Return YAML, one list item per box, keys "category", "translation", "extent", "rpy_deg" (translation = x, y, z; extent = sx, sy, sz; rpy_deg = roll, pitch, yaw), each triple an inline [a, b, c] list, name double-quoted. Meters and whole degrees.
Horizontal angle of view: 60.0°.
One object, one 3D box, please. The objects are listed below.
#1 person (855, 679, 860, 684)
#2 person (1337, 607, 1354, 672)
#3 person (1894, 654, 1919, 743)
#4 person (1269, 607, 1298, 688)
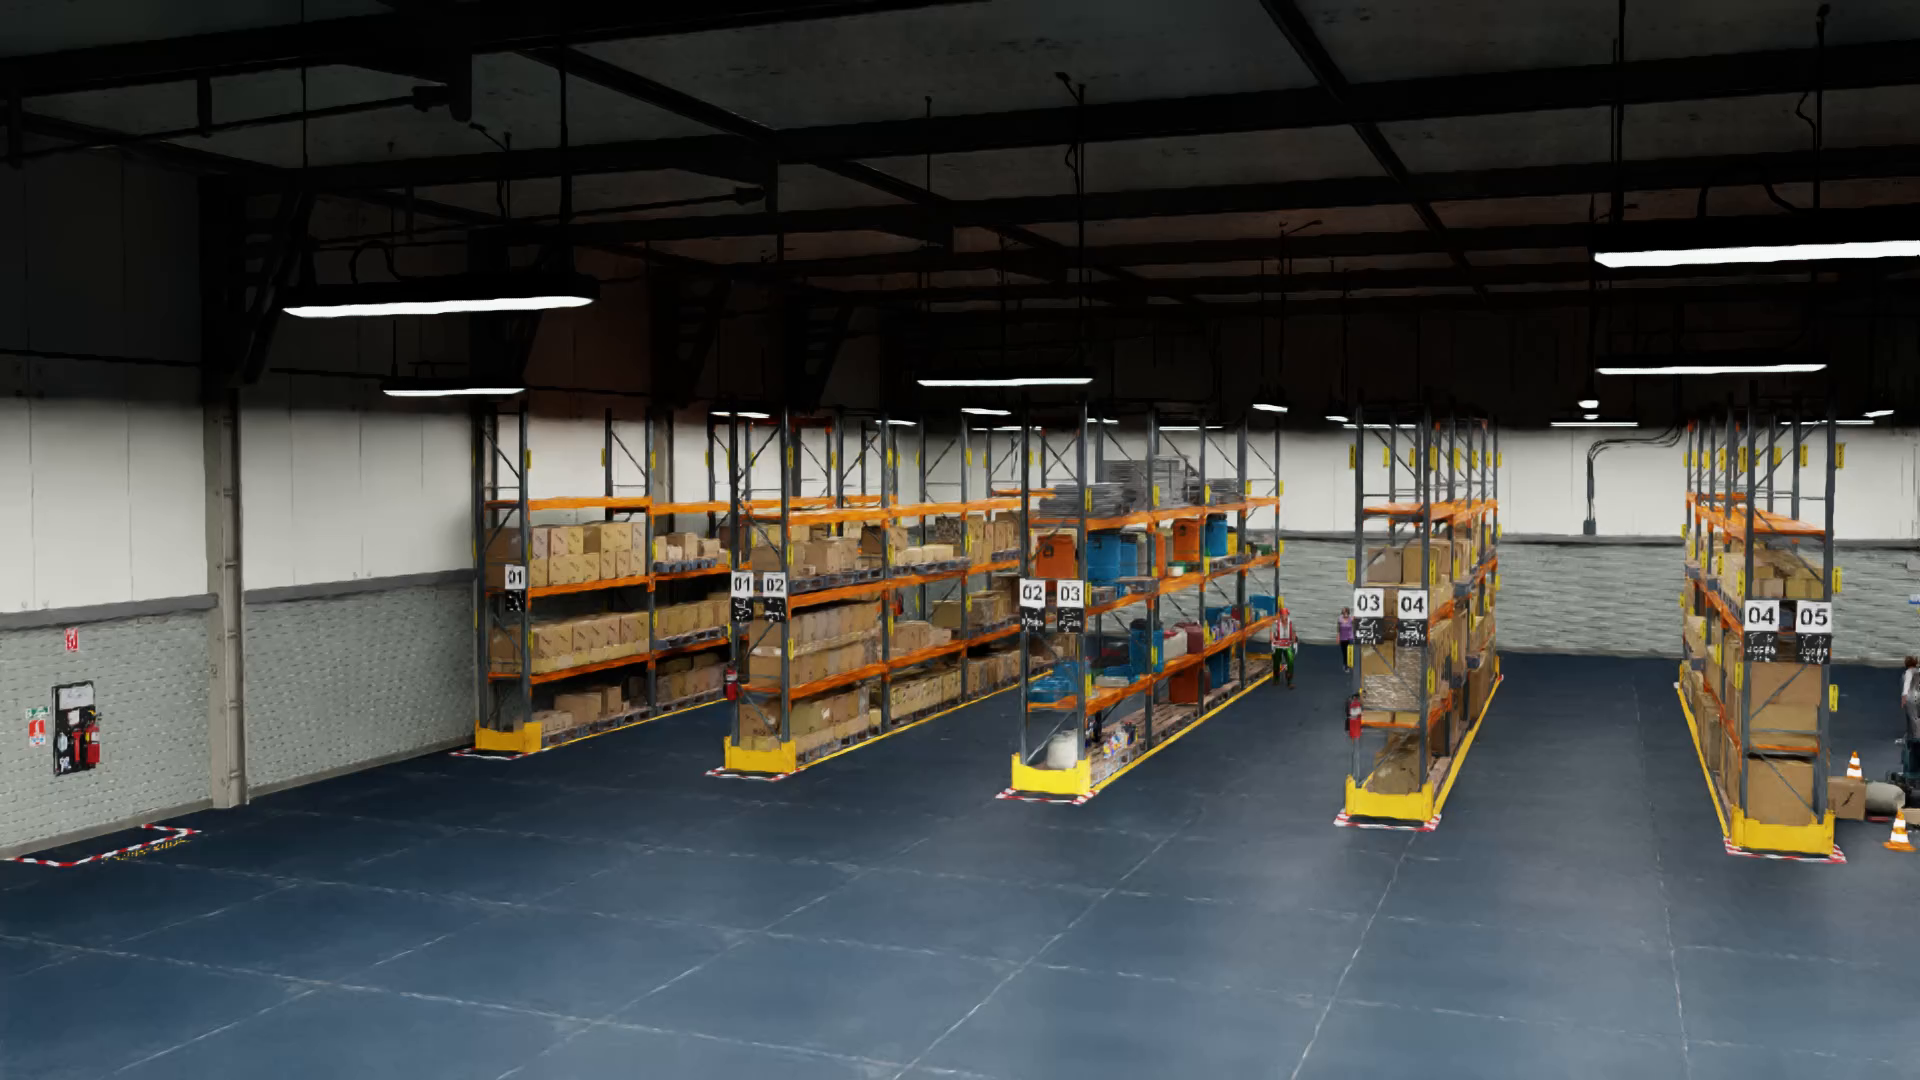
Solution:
- category: "person"
  translation: [-2.420, 2.411, 36.394]
  extent: [0.502, 1.624, 0.997]
  rpy_deg: [1, 3, 20]
- category: "person"
  translation: [9.089, 2.323, 39.194]
  extent: [0.414, 1.517, 1.037]
  rpy_deg: [1, 3, 24]
- category: "person"
  translation: [16.529, 2.783, 28.929]
  extent: [0.522, 1.589, 0.534]
  rpy_deg: [-3, 4, -43]
- category: "person"
  translation: [7.105, 2.347, 36.509]
  extent: [0.680, 1.756, 0.686]
  rpy_deg: [0, 3, 0]
